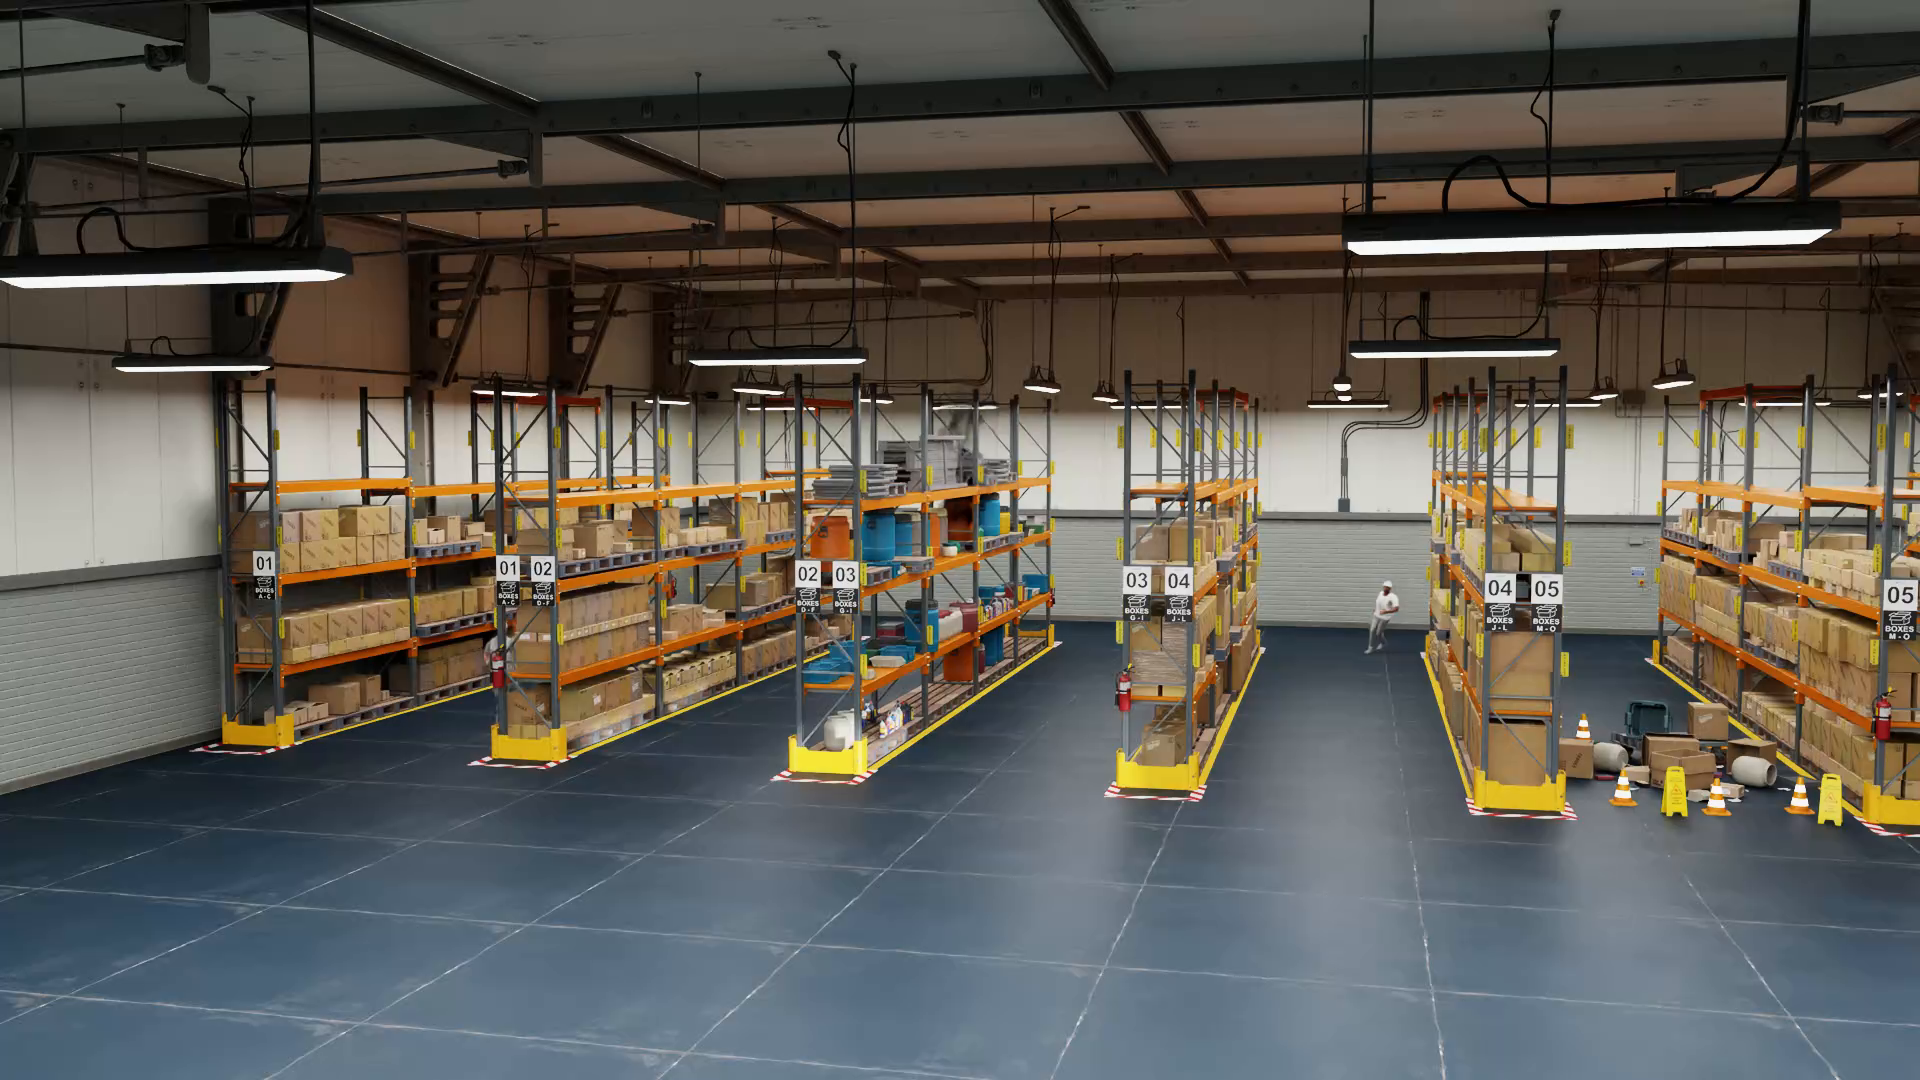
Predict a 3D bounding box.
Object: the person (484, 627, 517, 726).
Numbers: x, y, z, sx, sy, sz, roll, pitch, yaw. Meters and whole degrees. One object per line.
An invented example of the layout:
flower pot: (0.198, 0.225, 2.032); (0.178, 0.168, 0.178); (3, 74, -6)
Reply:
person: (-8.050, 2.344, 29.245); (0.681, 1.804, 0.886); (1, 3, 11)

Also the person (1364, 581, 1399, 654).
person: (9.917, 1.810, 38.894); (0.750, 1.718, 0.722); (-3, 4, -38)
